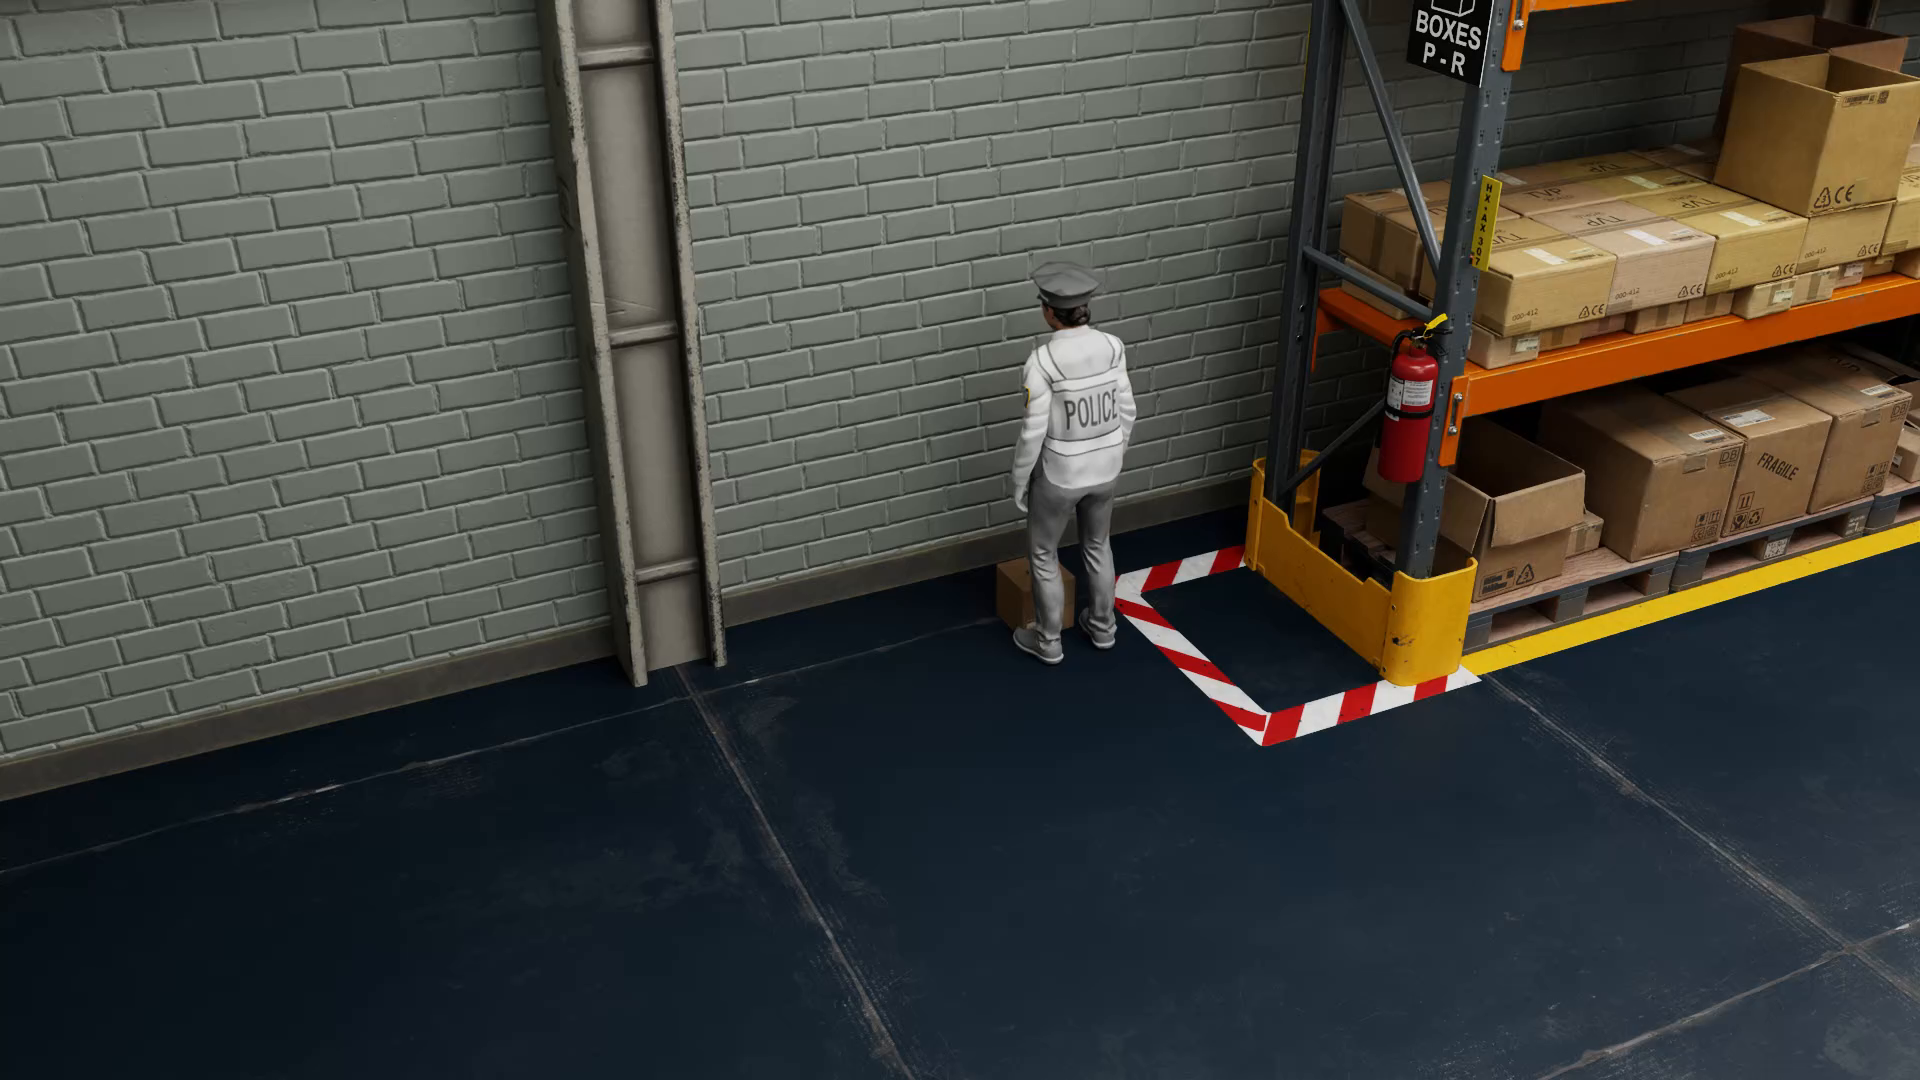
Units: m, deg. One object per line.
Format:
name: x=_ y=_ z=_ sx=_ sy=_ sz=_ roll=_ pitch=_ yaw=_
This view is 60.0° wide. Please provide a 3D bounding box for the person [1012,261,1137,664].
person: x=0.437 y=-0.269 z=6.598 sx=0.523 sy=1.662 sz=0.372 roll=-14 pitch=33 yaw=-24
